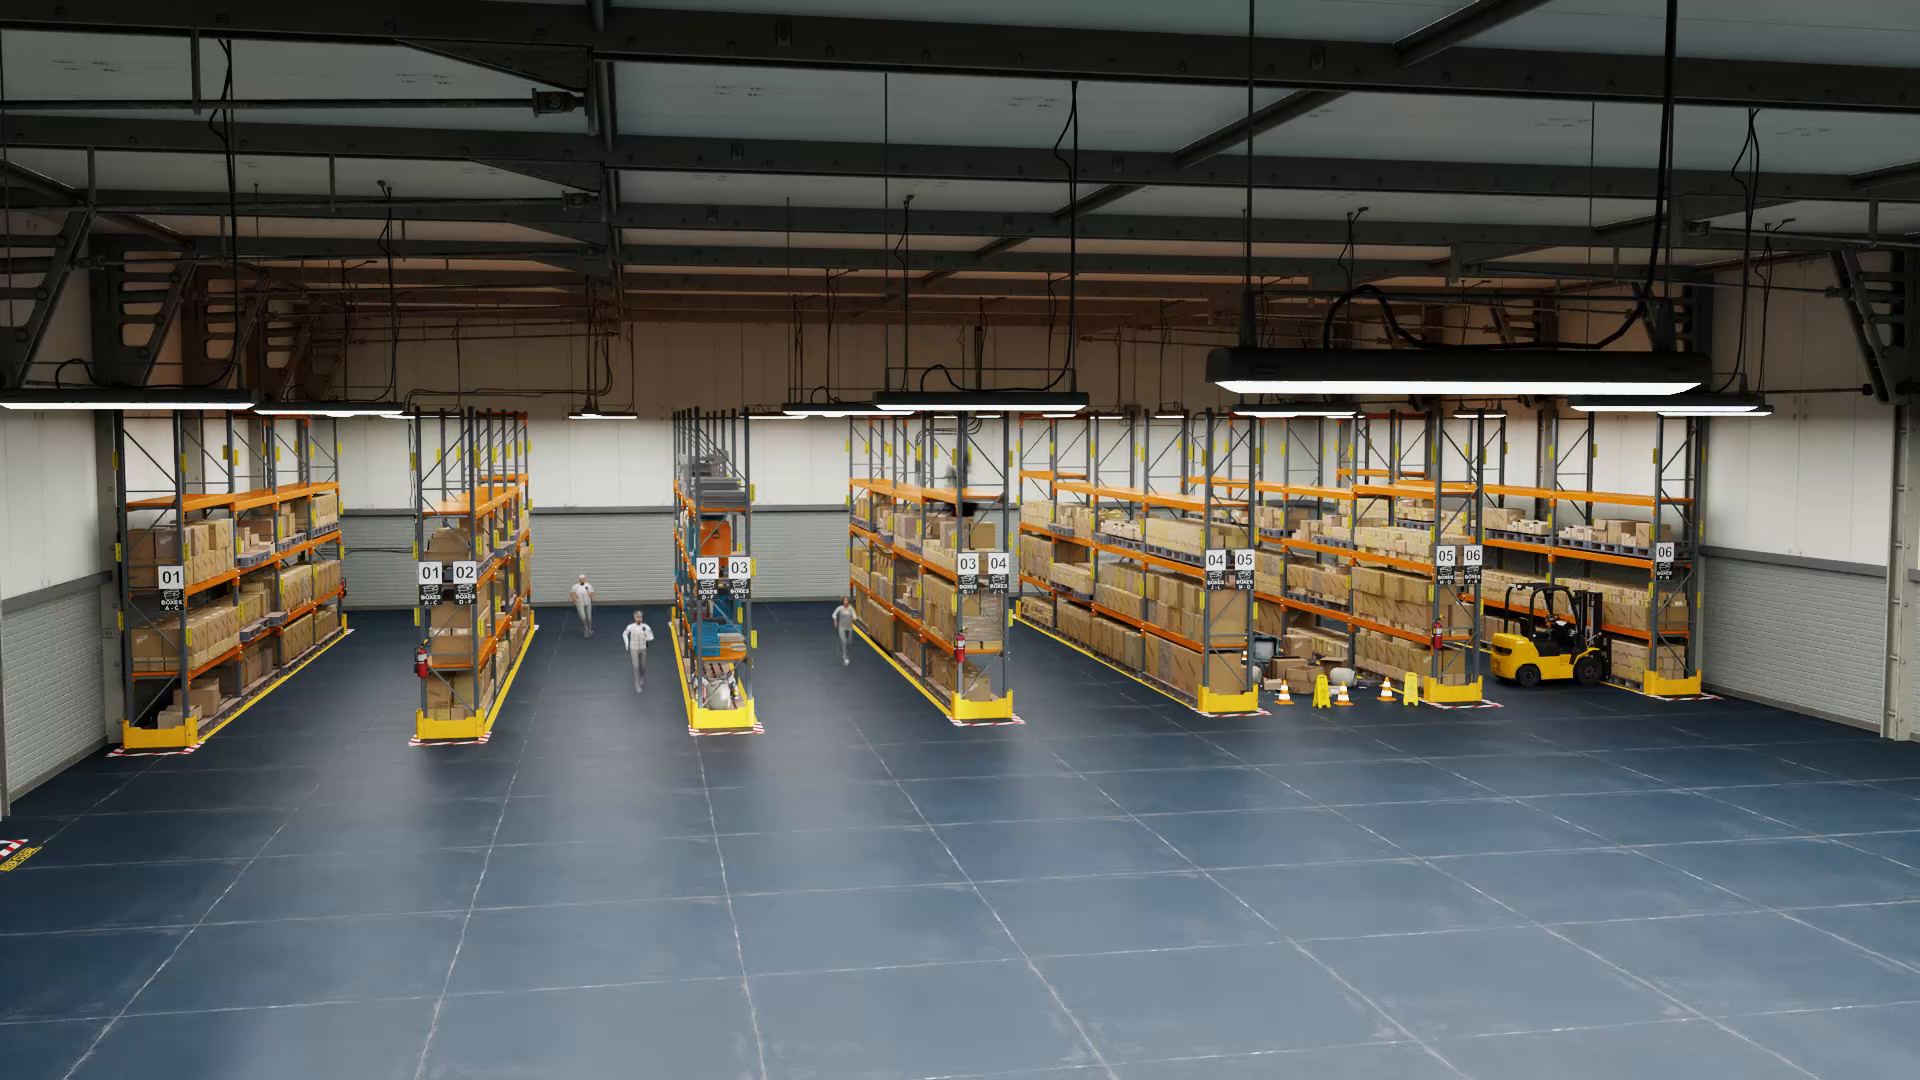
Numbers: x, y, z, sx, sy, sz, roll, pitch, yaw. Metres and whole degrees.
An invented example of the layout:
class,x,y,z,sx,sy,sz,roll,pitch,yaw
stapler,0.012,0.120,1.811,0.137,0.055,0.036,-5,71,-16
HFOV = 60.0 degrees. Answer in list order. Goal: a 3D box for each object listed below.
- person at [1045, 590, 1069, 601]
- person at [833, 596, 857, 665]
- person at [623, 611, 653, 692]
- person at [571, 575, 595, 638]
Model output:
class,x,y,z,sx,sy,sz,roll,pitch,yaw
person,2.853,1.265,50.094,0.906,1.769,0.660,-2,5,-26
person,-2.699,2.116,39.210,0.534,1.590,0.889,-1,4,-18
person,-6.838,2.338,35.405,0.611,1.682,0.940,-1,4,-18
person,-10.051,1.762,44.349,0.602,1.705,0.810,-2,4,-21
